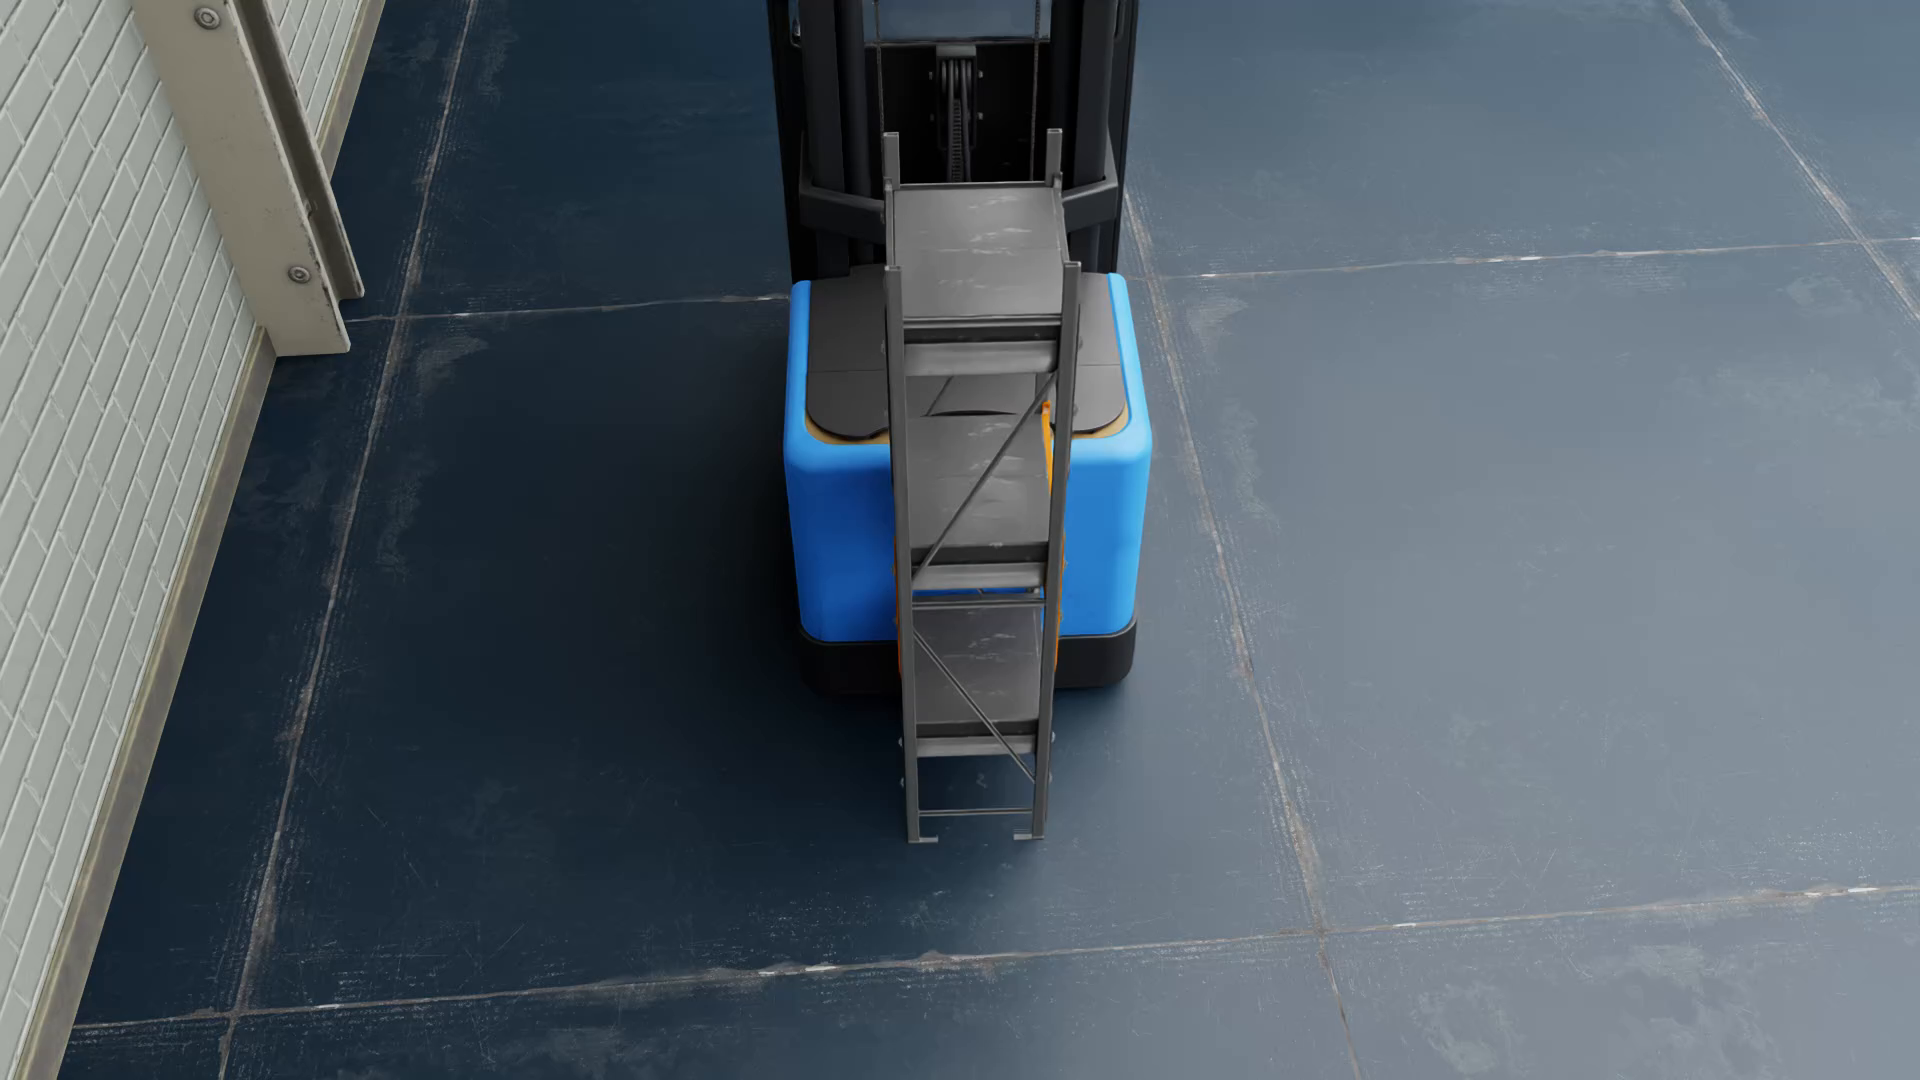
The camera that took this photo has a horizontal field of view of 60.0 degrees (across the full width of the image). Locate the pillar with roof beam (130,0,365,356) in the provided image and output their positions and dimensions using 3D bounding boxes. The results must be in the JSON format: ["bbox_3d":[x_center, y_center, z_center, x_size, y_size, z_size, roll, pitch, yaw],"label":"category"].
[{"bbox_3d":[1.752,-4.217,3.546,9.100,9.000,0.400,-3,47,-3],"label":"pillar with roof beam"}]

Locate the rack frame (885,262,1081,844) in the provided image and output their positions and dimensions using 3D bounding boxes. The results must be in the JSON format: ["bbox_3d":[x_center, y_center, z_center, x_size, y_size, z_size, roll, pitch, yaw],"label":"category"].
[{"bbox_3d":[0.047,0.164,4.149,0.400,2.100,0.015,-2,47,-1],"label":"rack frame"}]

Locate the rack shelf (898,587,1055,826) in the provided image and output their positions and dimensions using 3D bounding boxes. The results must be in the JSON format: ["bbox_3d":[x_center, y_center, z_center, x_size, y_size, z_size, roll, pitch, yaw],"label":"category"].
[{"bbox_3d":[0.038,0.478,4.834,0.431,0.518,0.480,-2,47,-1],"label":"rack shelf"}]

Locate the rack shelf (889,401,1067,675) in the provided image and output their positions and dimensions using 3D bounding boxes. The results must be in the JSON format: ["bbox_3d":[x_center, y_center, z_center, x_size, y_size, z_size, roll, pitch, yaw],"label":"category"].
[{"bbox_3d":[0.038,-0.004,4.326,0.431,0.518,0.480,-2,47,-1],"label":"rack shelf"}]

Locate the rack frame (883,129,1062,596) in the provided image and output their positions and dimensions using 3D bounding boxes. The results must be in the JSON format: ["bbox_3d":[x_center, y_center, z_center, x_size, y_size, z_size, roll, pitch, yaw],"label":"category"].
[{"bbox_3d":[0.029,-0.190,4.484,0.400,2.100,0.015,-2,47,-1],"label":"rack frame"}]

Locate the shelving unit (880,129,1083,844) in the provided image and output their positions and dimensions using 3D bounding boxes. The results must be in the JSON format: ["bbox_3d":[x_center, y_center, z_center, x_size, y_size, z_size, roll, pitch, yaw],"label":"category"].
[{"bbox_3d":[0.038,-0.013,4.316,0.431,2.100,0.503,-2,47,-1],"label":"shelving unit"}]

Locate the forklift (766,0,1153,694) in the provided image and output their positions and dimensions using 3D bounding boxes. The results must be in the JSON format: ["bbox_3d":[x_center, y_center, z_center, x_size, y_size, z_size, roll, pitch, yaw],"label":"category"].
[{"bbox_3d":[-0.030,-1.586,5.233,1.130,2.935,3.031,-2,47,-1],"label":"forklift"}]

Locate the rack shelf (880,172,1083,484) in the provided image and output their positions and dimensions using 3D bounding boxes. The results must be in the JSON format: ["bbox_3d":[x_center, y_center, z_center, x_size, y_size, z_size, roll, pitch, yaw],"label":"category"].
[{"bbox_3d":[0.038,-0.485,3.818,0.431,0.518,0.480,-2,47,-1],"label":"rack shelf"}]
